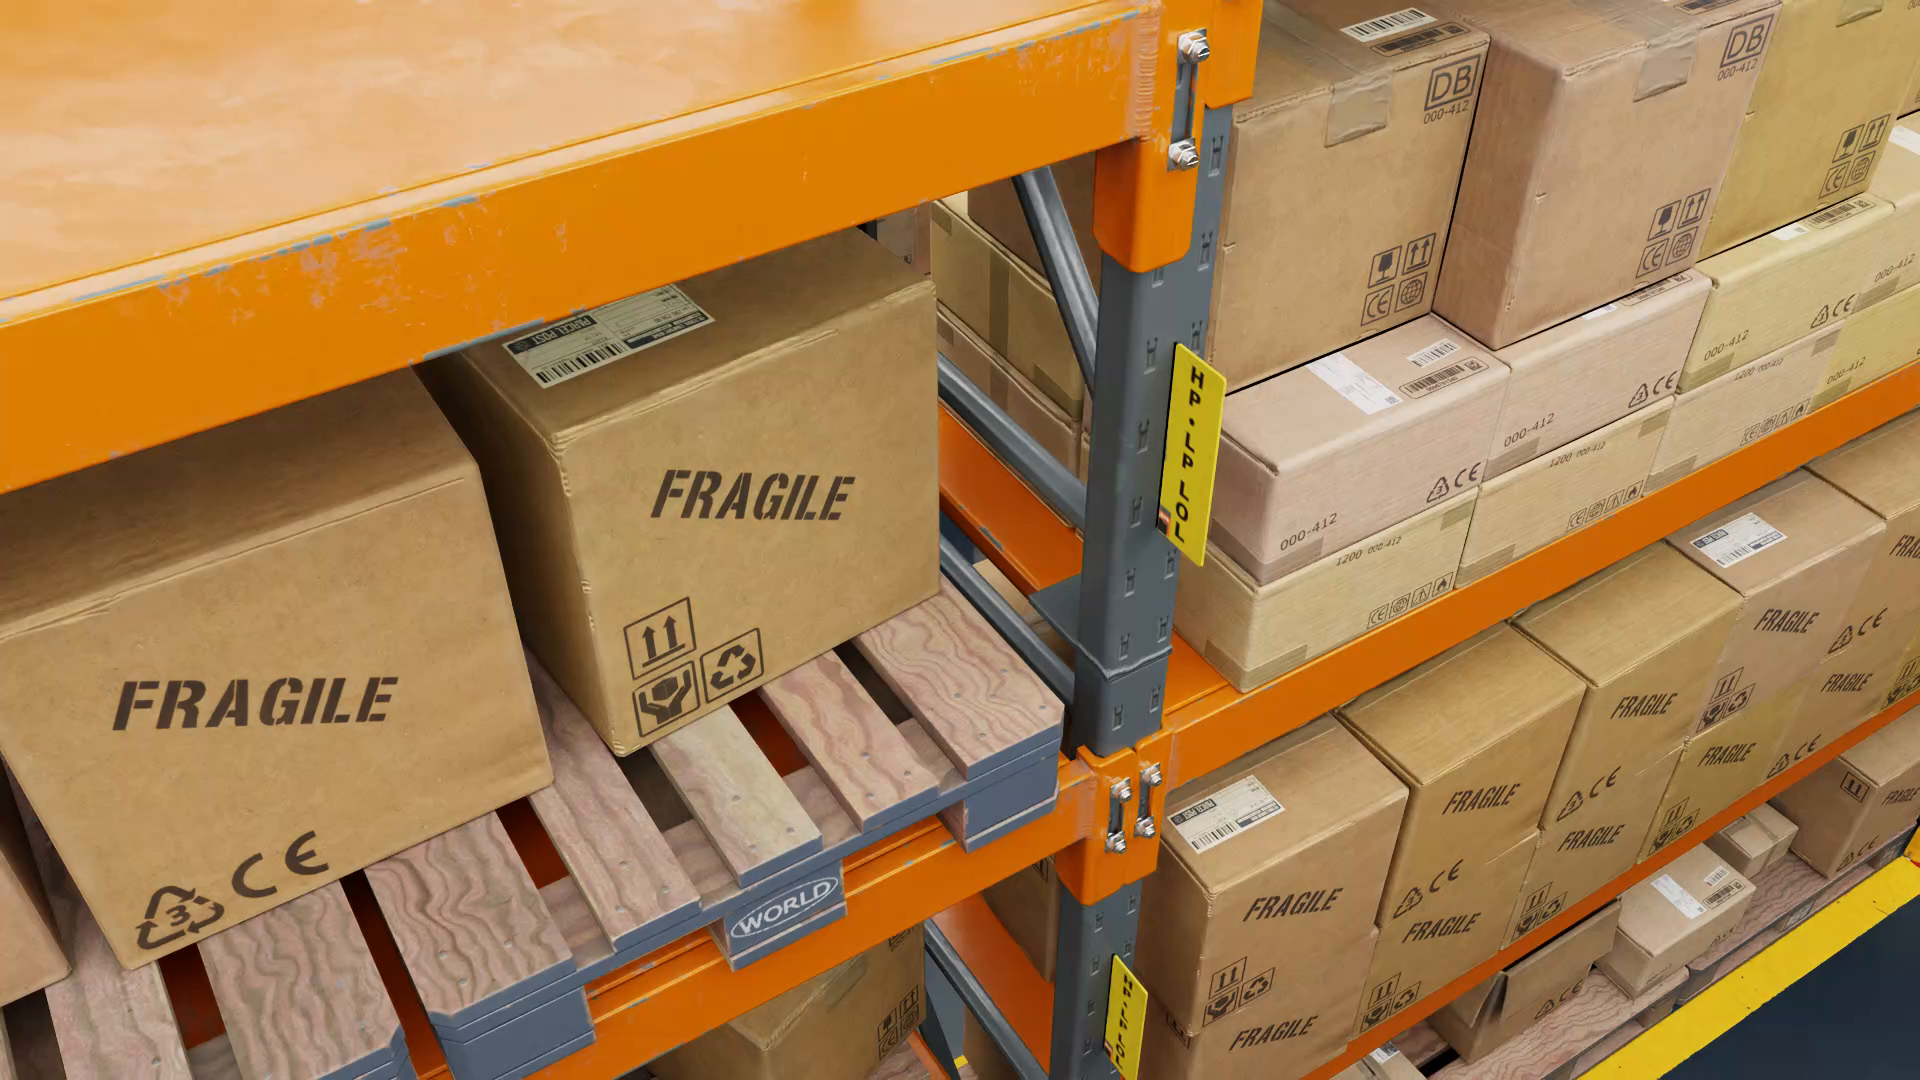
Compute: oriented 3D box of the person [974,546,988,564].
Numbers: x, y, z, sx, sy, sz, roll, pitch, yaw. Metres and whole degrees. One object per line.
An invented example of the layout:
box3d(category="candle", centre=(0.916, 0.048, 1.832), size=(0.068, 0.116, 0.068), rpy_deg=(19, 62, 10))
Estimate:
box3d(category="person", centre=(0.227, -0.404, 6.635), size=(0.339, 1.661, 0.439), rpy_deg=(-22, 46, -23))
